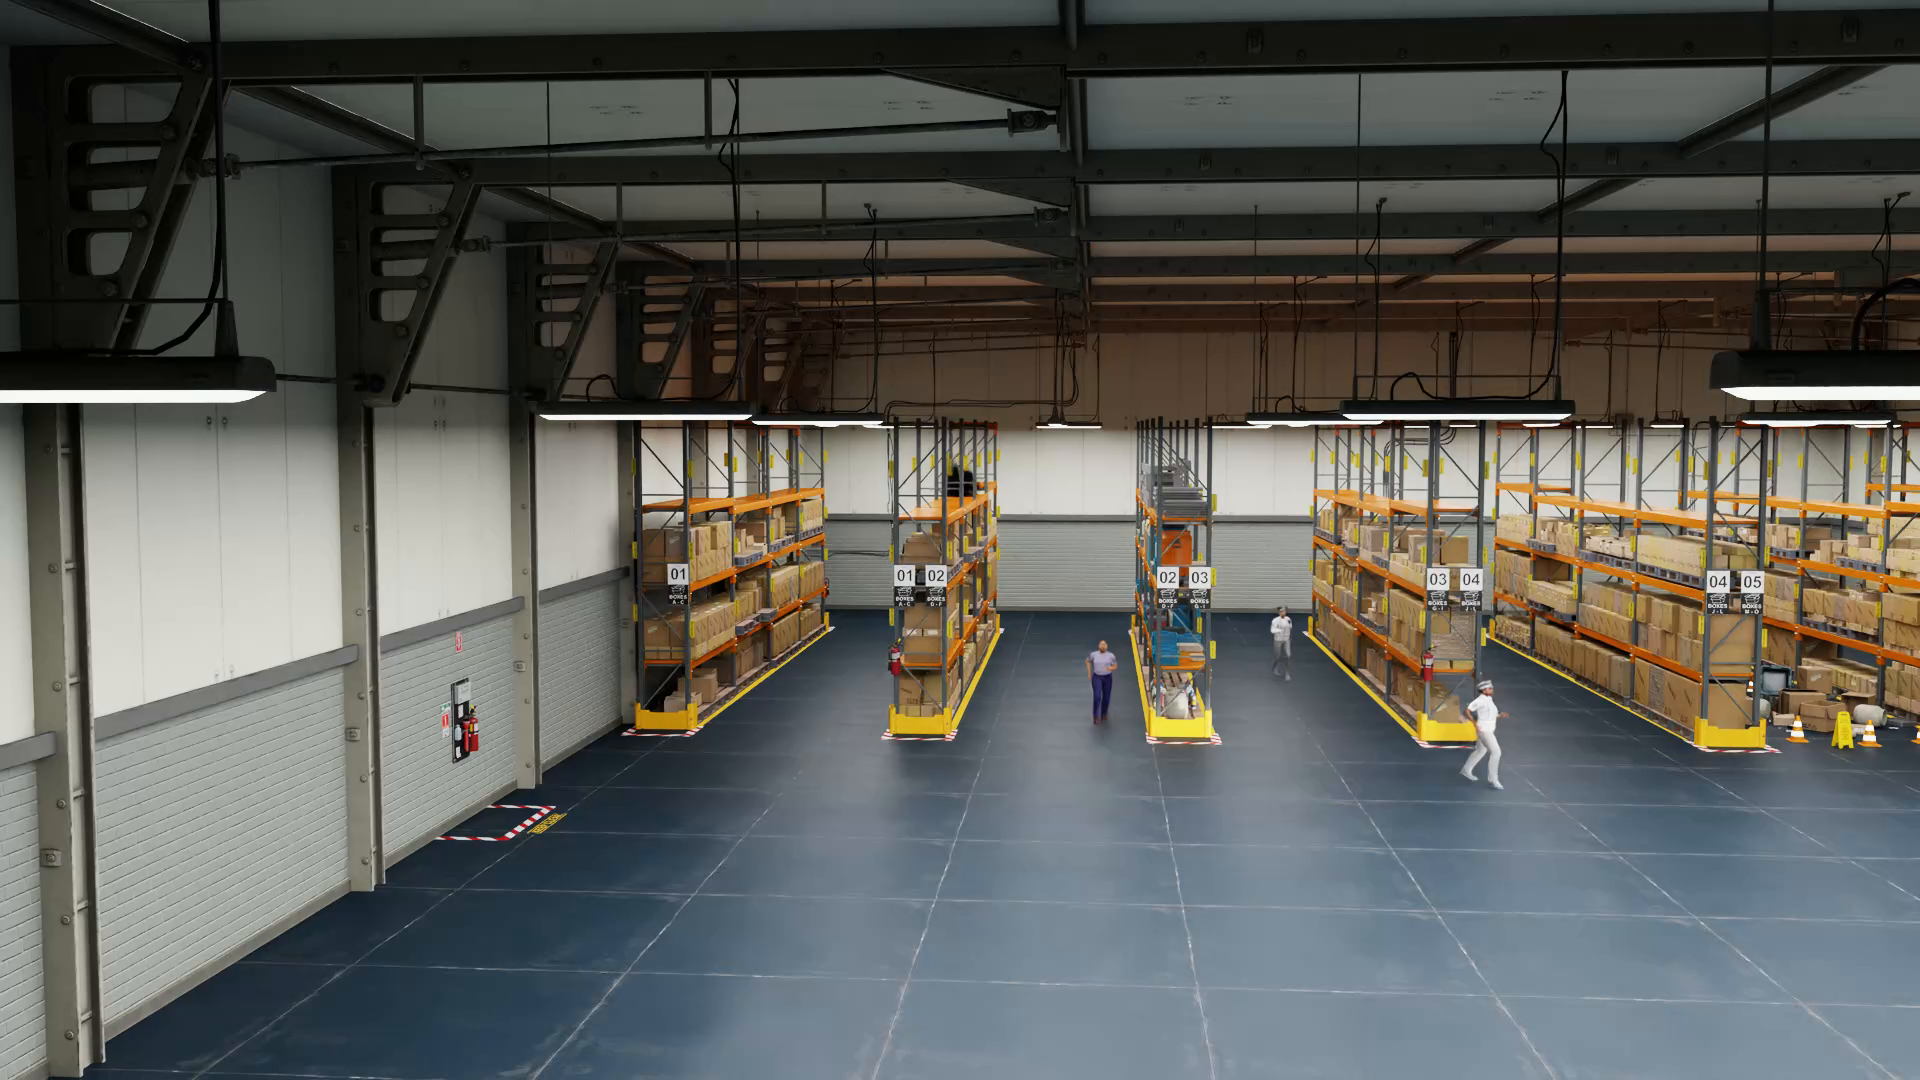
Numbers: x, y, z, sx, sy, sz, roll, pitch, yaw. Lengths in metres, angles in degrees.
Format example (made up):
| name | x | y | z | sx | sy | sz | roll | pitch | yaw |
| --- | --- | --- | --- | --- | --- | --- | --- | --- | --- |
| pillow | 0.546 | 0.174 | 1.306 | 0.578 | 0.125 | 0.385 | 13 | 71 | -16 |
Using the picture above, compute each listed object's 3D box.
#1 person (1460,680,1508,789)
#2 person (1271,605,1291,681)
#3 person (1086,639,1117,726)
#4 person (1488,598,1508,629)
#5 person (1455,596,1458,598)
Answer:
| name | x | y | z | sx | sy | sz | roll | pitch | yaw |
| --- | --- | --- | --- | --- | --- | --- | --- | --- | --- |
| person | 8.467 | 3.123 | 26.866 | 0.770 | 1.758 | 0.546 | 2 | 4 | 29 |
| person | 7.435 | 2.365 | 38.509 | 0.531 | 1.737 | 0.816 | 0 | 4 | -4 |
| person | 2.779 | 2.793 | 32.536 | 0.574 | 1.685 | 0.718 | 0 | 4 | -4 |
| person | 15.446 | 1.765 | 47.602 | 0.797 | 1.692 | 0.780 | 3 | 5 | 40 |
| person | 13.568 | 1.930 | 46.306 | 0.673 | 1.583 | 0.610 | 3 | 5 | 35 |
